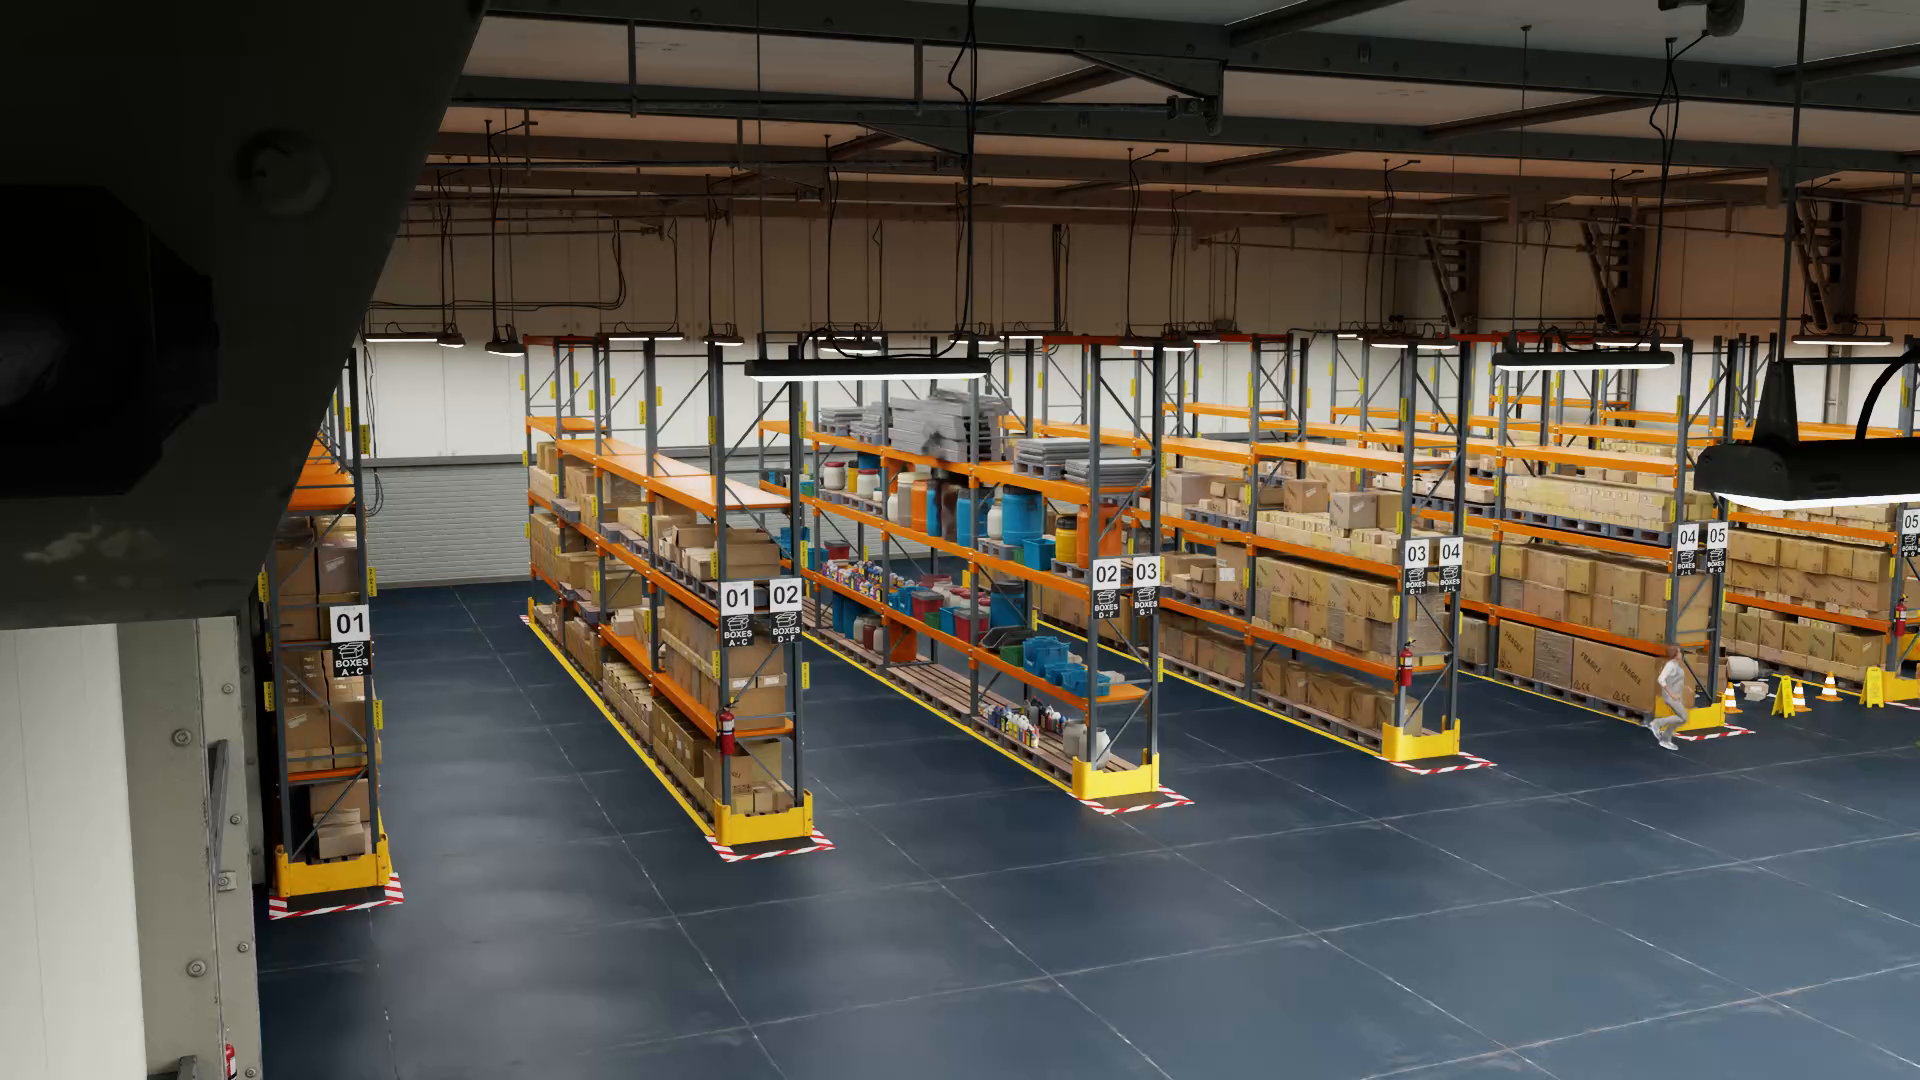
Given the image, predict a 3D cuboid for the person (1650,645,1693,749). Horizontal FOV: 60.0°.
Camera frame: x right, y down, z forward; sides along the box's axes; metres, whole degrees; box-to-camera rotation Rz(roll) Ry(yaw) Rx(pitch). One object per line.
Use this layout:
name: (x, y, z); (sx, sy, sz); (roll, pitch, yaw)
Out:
person: (10.512, 2.319, 24.552); (0.542, 1.560, 0.544); (4, 9, 30)

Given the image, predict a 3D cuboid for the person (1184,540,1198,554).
person: (5.806, -0.071, 41.885); (0.728, 1.663, 0.592); (-3, 8, -22)
